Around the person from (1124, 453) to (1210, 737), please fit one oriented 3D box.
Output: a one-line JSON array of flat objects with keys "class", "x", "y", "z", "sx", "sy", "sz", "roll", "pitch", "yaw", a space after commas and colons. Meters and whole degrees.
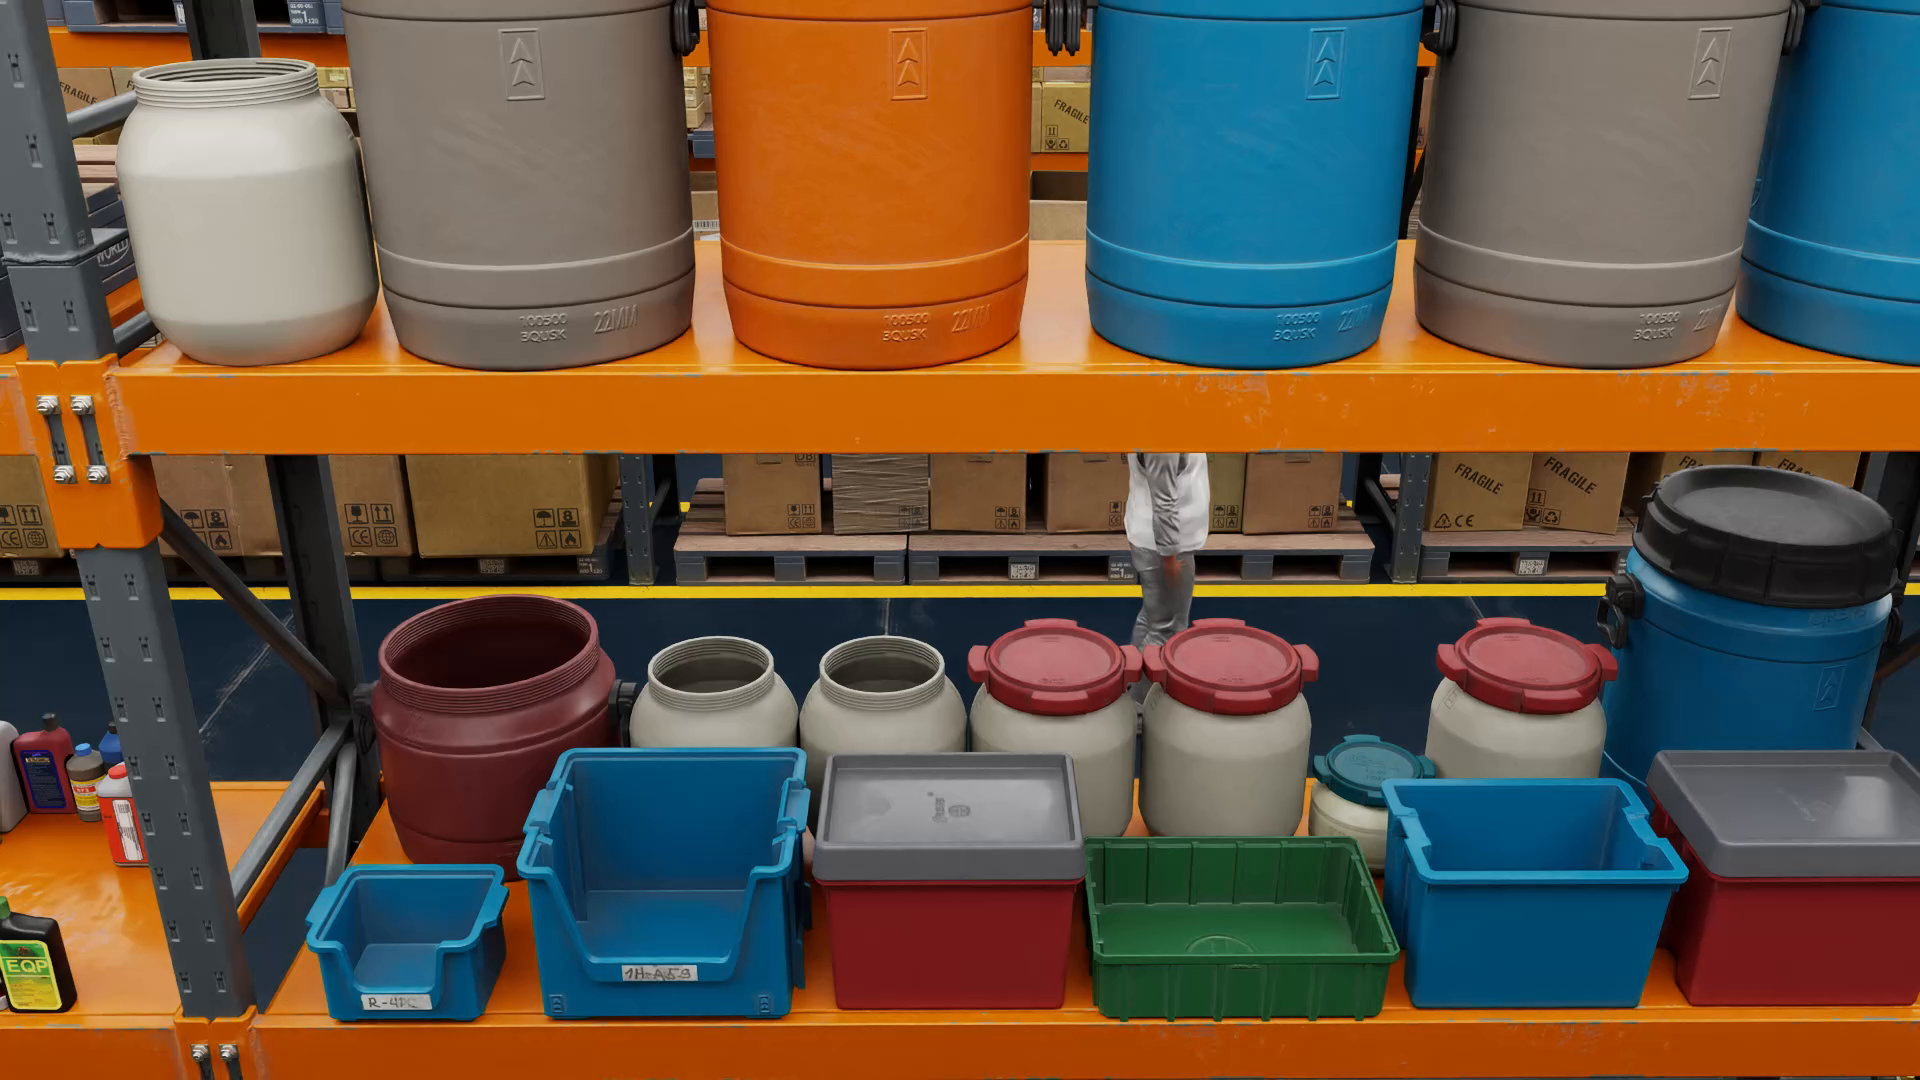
[{"class": "person", "x": 0.878, "y": -0.022, "z": 7.124, "sx": 0.360, "sy": 1.768, "sz": 0.532, "roll": 0, "pitch": 24, "yaw": 1}]
